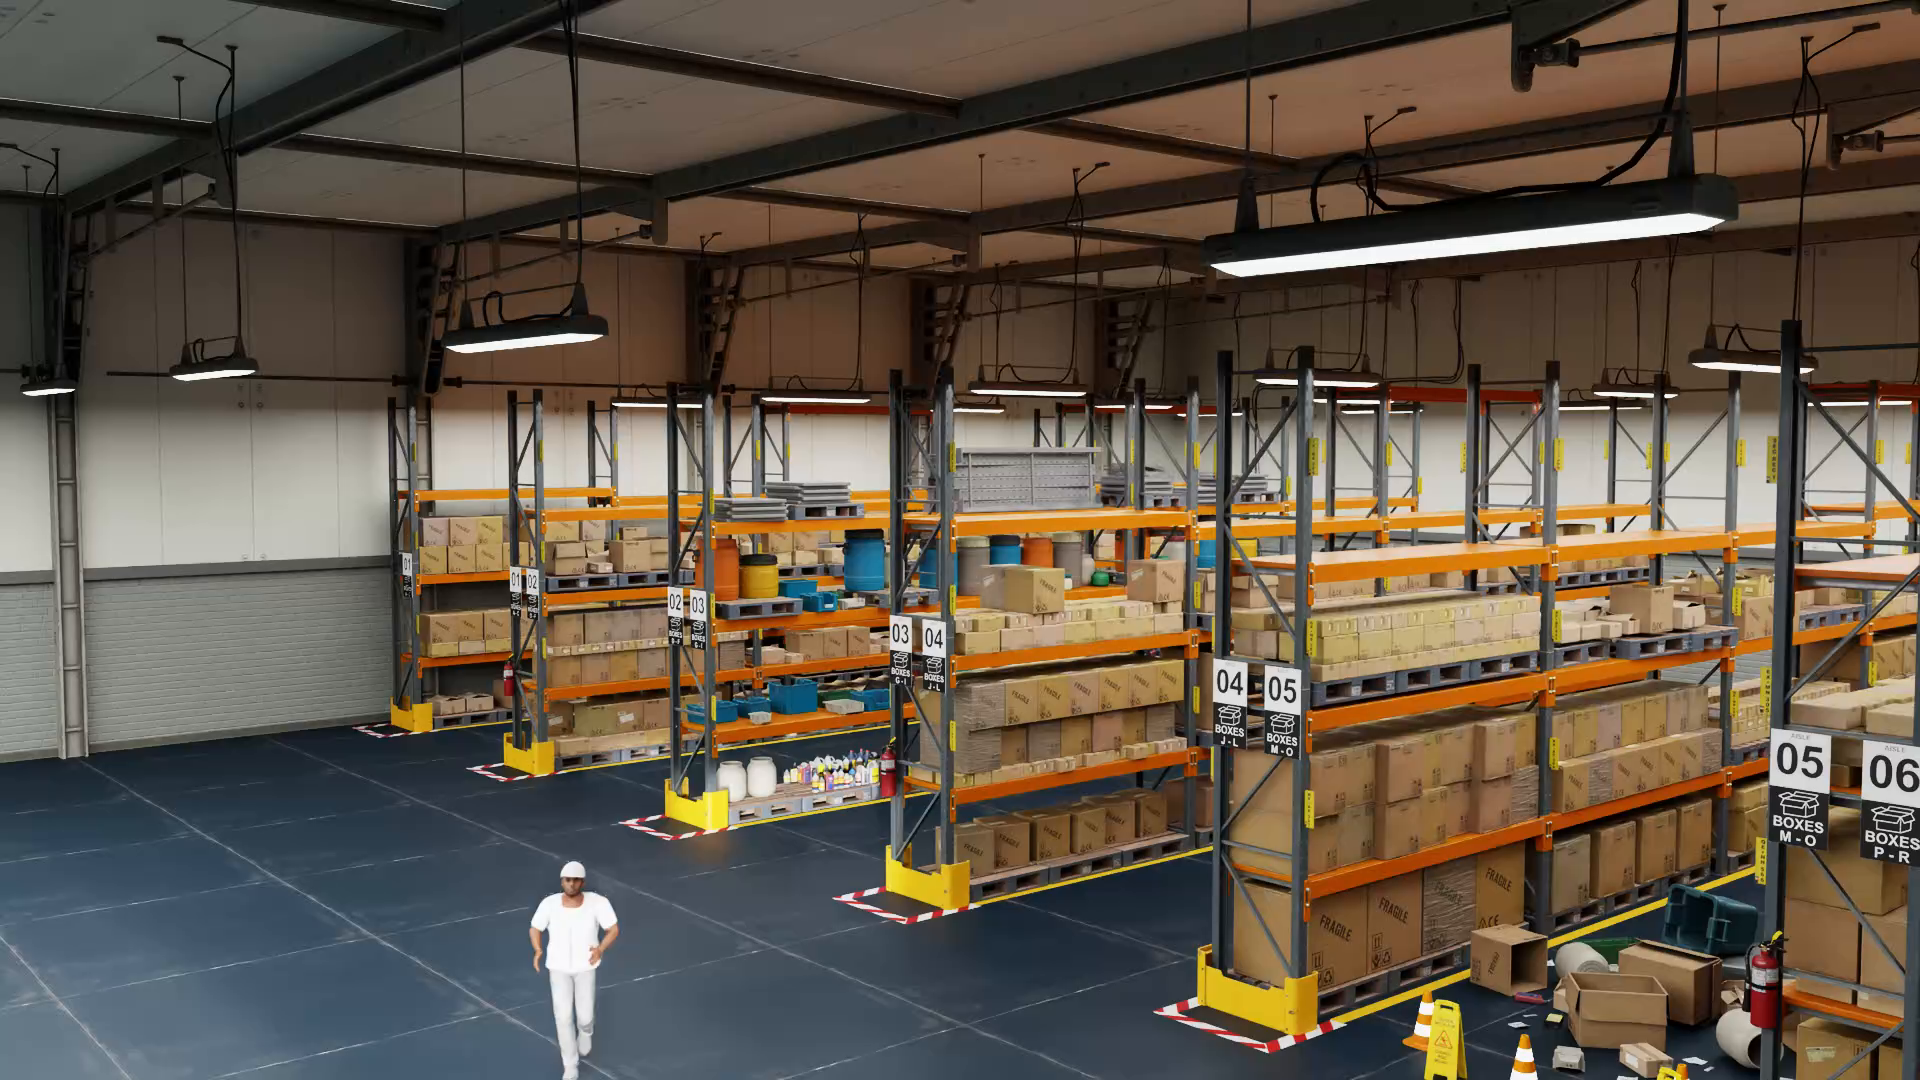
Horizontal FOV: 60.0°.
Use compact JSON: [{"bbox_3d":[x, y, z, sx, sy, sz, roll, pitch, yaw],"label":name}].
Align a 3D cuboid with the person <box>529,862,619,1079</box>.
[{"bbox_3d":[-3.169,3.499,13.652,0.730,1.738,0.715,0,3,-8],"label":"person"}]
